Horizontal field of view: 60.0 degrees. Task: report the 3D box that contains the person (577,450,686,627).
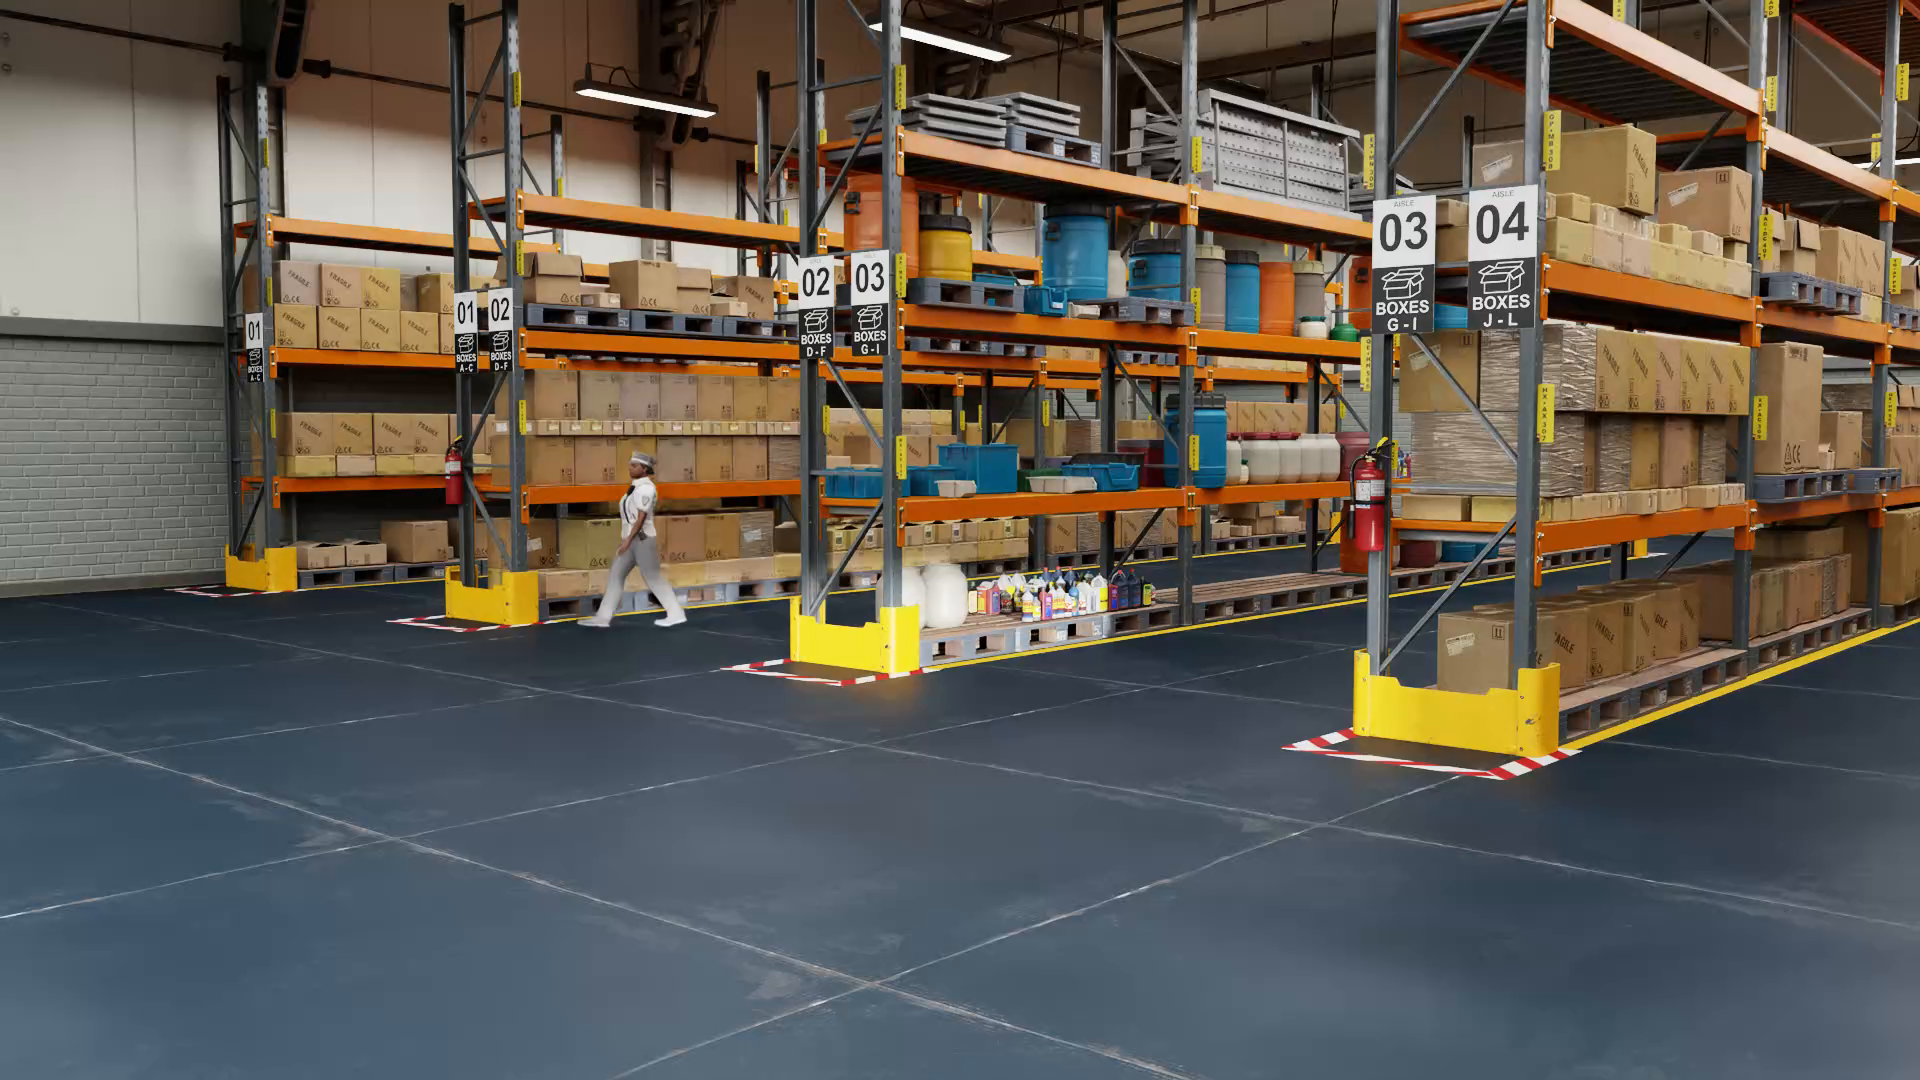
[{"bbox_3d":[-3.023,-0.007,15.293,0.958,1.630,0.482,-2,4,-25],"label":"person"}]
